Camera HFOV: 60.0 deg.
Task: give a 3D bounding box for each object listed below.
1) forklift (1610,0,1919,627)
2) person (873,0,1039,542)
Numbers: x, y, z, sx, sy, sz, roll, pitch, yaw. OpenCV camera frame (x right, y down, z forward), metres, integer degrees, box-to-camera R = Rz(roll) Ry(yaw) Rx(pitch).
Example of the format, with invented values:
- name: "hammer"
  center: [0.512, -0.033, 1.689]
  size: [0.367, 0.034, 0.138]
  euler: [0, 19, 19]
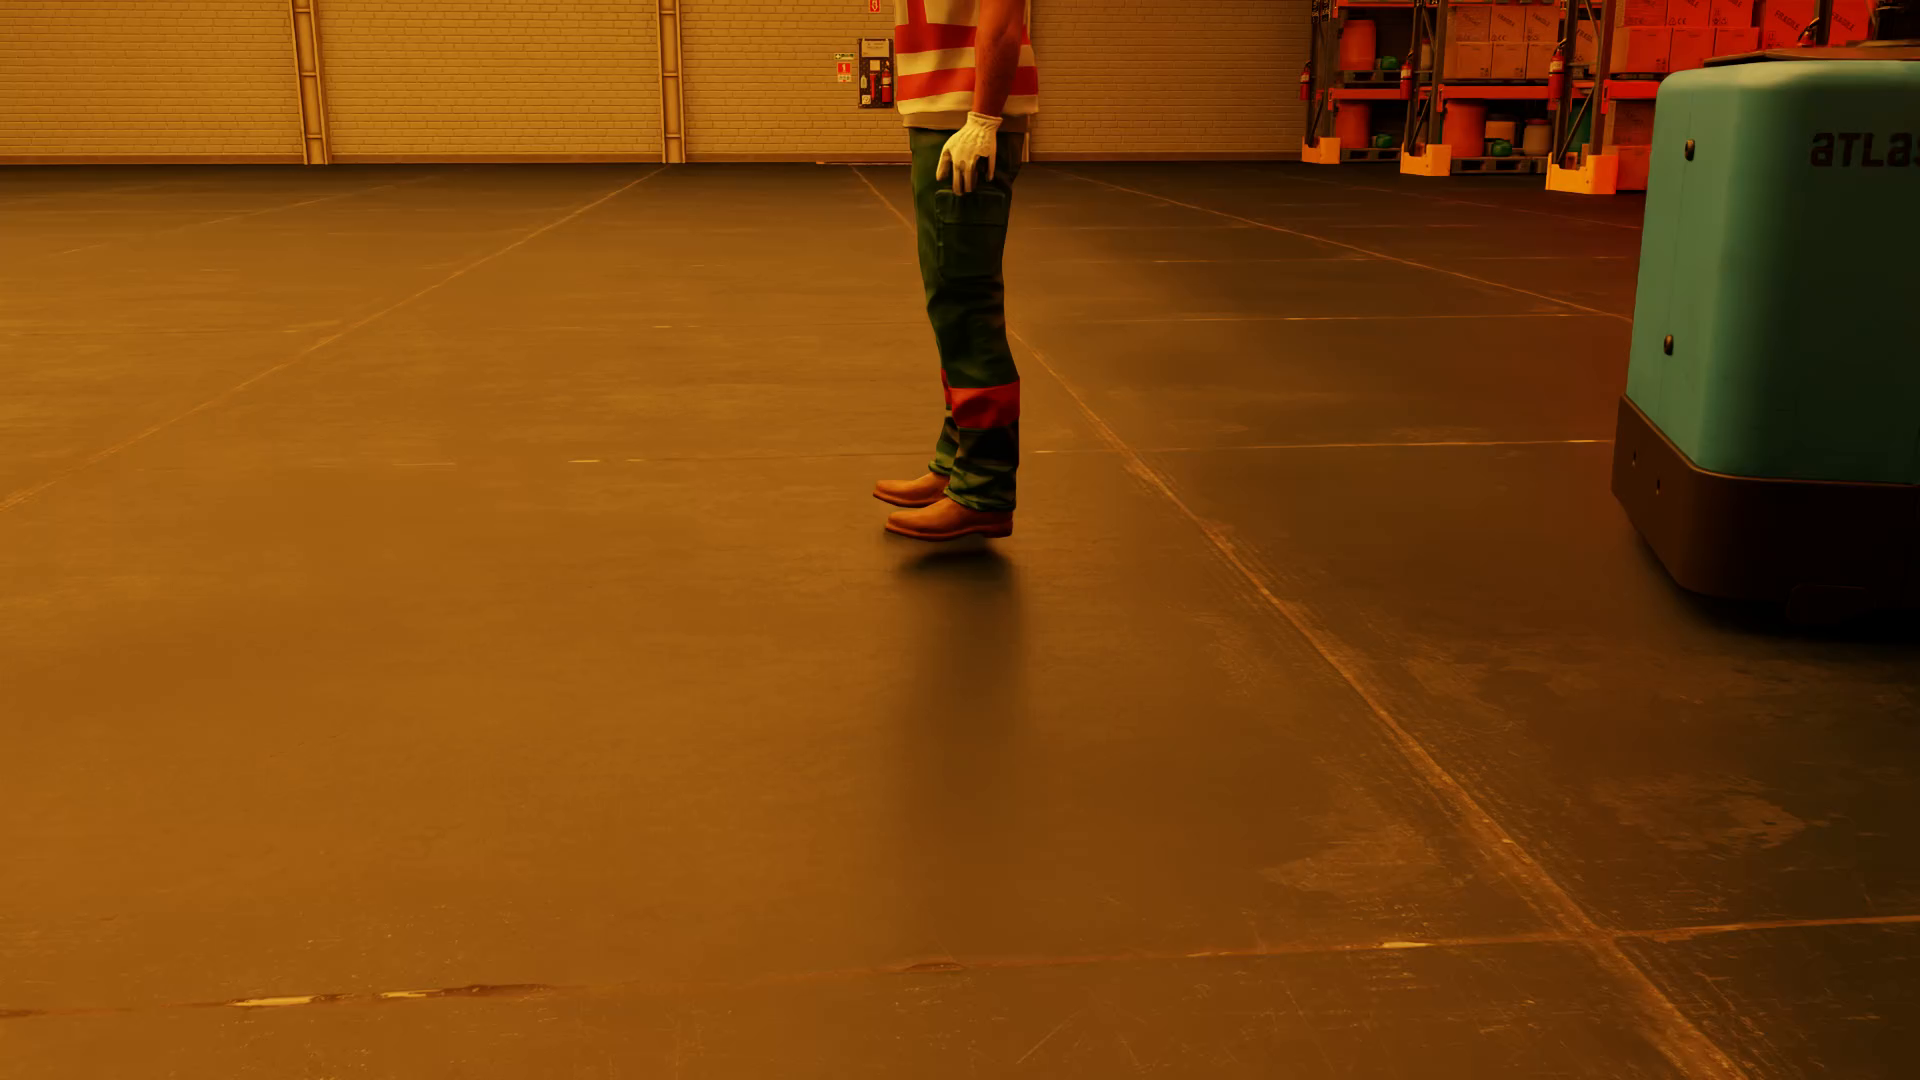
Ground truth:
- name: "forklift"
  center: [3.001, -1.283, 3.052]
  size: [3.031, 2.935, 1.130]
  euler: [3, 15, 12]
- name: "person"
  center: [-0.010, -0.901, 3.687]
  size: [0.370, 1.795, 0.536]
  euler: [-1, 15, -5]
